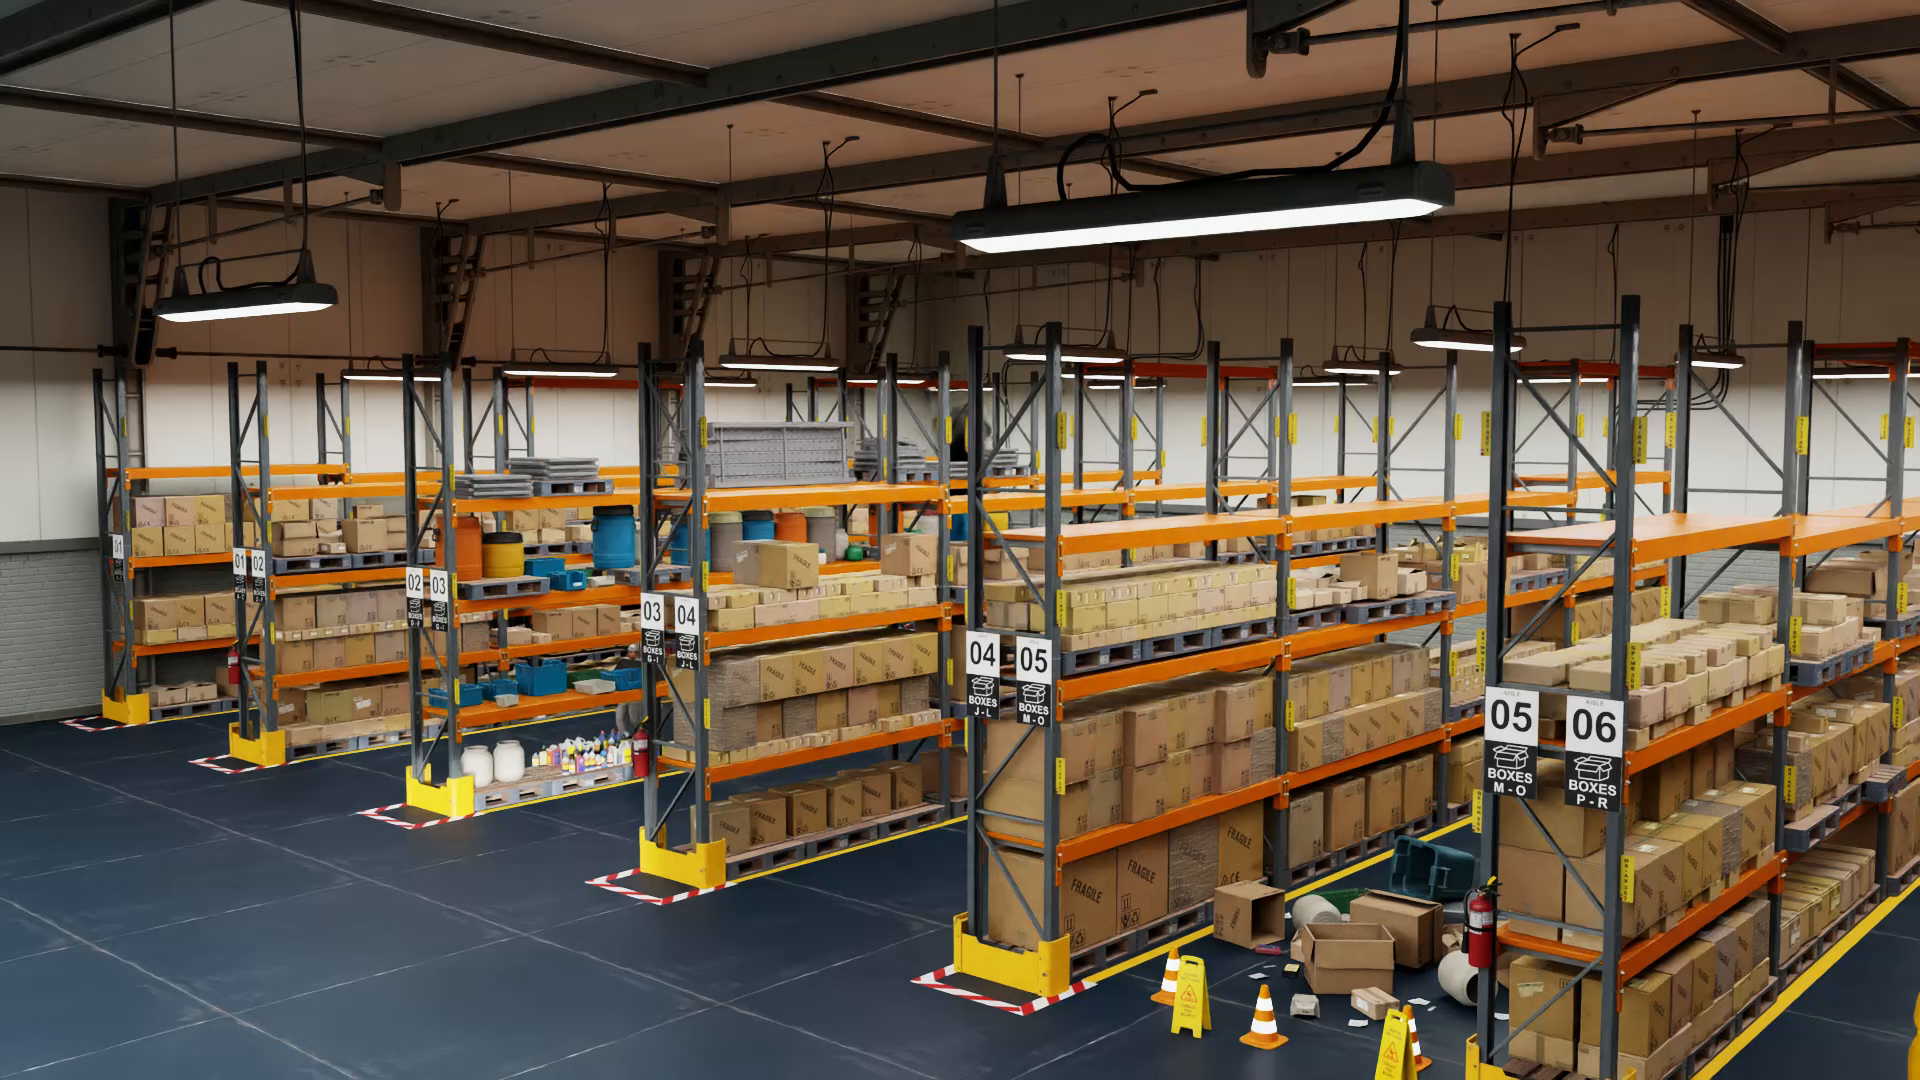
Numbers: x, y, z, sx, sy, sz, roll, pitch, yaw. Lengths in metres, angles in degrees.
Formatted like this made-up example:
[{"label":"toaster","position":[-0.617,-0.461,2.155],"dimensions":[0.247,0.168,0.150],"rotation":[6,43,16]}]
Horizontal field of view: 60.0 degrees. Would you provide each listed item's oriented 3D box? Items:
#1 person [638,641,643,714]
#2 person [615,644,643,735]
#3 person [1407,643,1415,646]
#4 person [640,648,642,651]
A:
[{"label":"person","position":[-5.143,2.386,27.340],"dimensions":[0.542,1.561,0.570],"rotation":[3,5,36]},{"label":"person","position":[-5.120,2.437,26.060],"dimensions":[0.615,1.623,0.708],"rotation":[3,5,36]},{"label":"person","position":[6.767,2.455,24.957],"dimensions":[0.756,1.814,0.683],"rotation":[-4,6,-44]},{"label":"person","position":[-6.033,1.906,32.856],"dimensions":[0.664,1.684,0.678],"rotation":[3,5,36]}]
